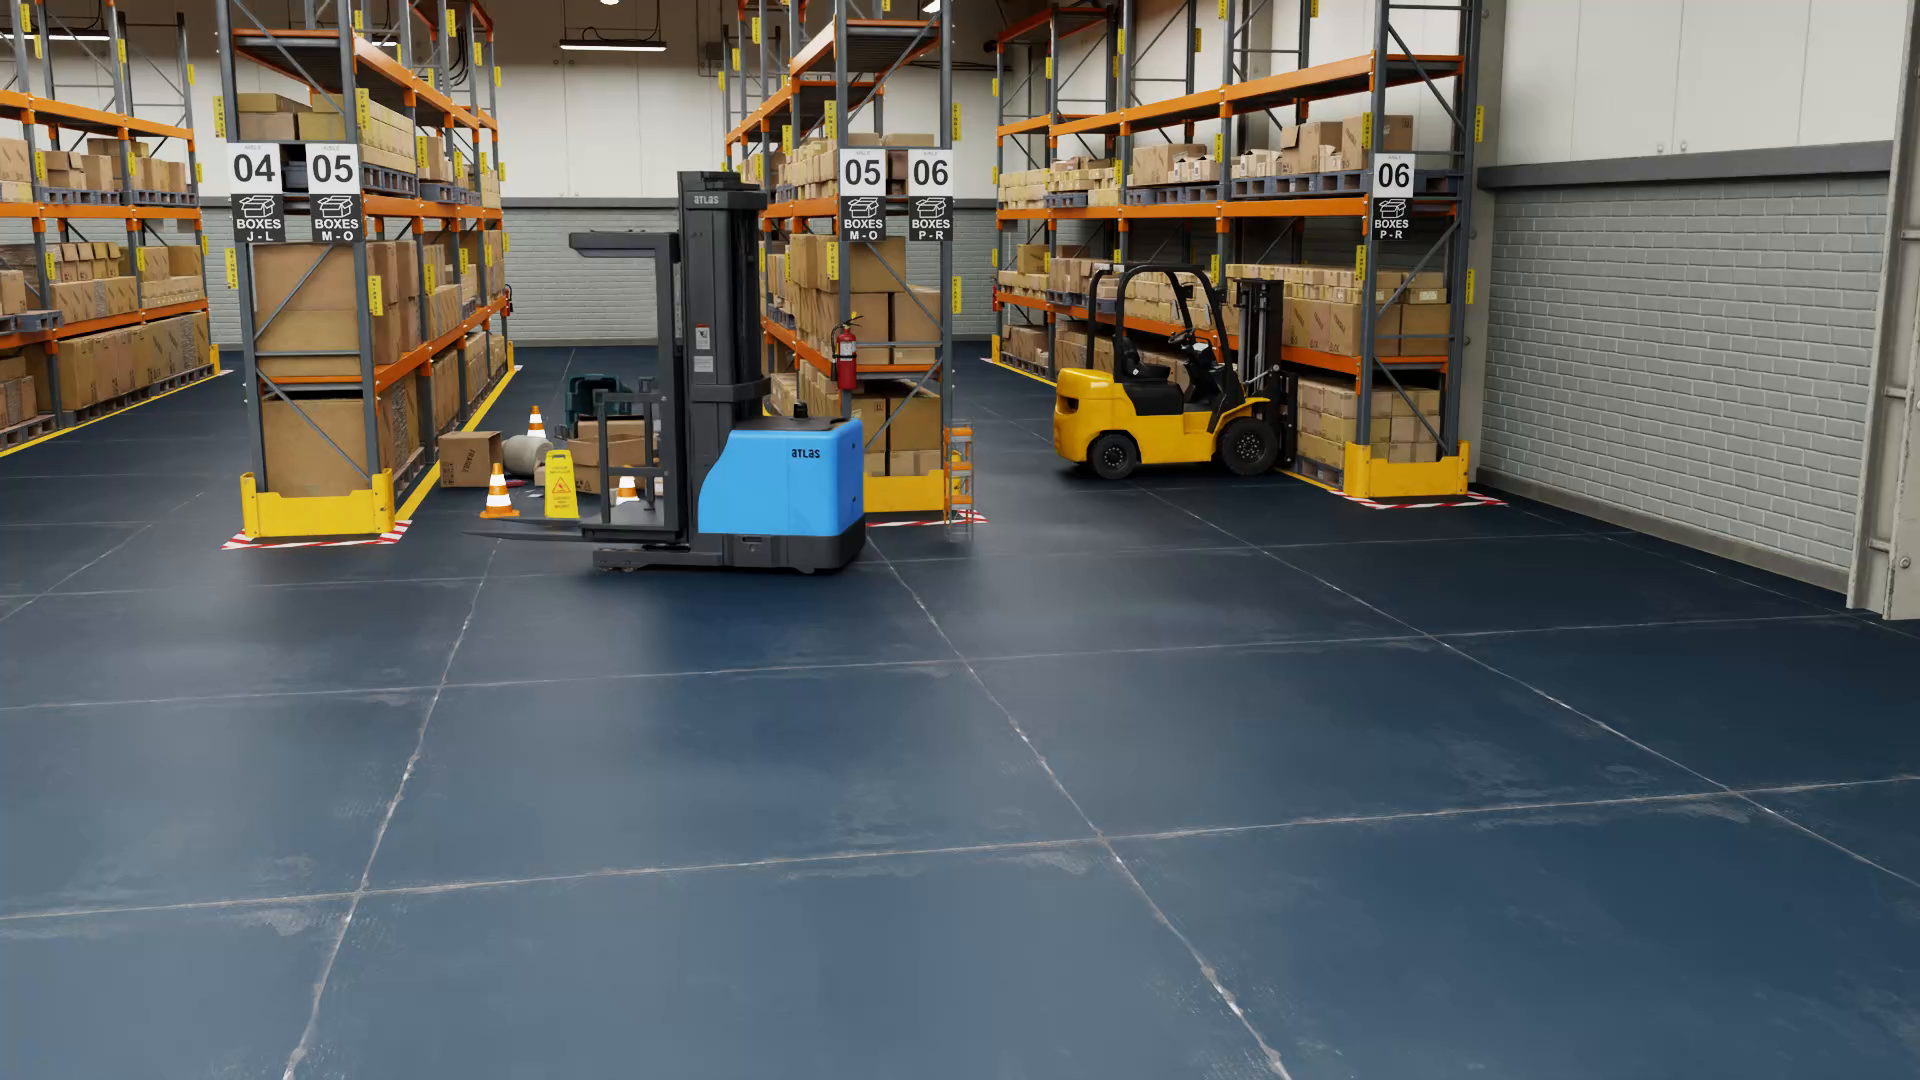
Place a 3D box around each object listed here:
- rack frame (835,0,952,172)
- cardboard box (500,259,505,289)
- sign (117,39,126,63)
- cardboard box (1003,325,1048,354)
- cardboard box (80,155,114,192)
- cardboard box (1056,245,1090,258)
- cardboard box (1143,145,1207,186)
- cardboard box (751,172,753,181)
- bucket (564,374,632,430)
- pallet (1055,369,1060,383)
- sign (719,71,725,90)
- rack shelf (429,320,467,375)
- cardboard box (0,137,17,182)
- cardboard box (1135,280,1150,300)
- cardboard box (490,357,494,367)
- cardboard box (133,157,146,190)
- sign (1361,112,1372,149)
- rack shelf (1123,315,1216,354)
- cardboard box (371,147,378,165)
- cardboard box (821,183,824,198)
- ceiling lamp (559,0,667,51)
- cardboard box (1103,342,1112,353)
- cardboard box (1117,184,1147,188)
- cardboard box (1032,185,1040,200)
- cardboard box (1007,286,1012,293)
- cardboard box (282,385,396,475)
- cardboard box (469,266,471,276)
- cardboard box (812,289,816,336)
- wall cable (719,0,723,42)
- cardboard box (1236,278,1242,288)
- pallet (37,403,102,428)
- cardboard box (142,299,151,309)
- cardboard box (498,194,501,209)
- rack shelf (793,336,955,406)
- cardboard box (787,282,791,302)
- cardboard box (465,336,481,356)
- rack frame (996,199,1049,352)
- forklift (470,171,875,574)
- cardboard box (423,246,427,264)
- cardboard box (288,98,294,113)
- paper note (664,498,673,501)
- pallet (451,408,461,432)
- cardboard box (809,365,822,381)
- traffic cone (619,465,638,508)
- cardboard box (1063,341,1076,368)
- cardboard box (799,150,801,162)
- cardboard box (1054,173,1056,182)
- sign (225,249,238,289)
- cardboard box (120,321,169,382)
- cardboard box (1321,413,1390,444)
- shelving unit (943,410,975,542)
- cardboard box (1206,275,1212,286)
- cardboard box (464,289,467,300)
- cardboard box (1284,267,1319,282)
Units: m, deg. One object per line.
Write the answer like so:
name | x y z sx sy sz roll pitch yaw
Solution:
rack frame | -0.572 -4.695 14.296 1.000 3.000 0.127 -2 11 -11
cardboard box | -8.180 -4.606 28.810 0.500 0.500 0.500 -2 11 -10
sign | -12.097 -7.055 23.986 0.100 0.325 0.005 -2 11 -11
cardboard box | 1.210 -3.728 30.813 0.797 0.503 0.637 -3 11 -13
cardboard box | -12.504 -5.211 23.640 0.700 0.500 0.500 -2 11 -10
cardboard box | 1.934 -4.853 28.774 0.500 0.500 0.500 -2 11 -13
cardboard box | 2.838 -4.944 21.967 0.700 0.500 0.500 -2 11 -12
cardboard box | -2.739 -5.069 23.519 0.396 0.266 0.258 -2 11 -12
bucket | -3.898 -1.480 18.141 0.726 0.611 0.620 2 1 9
pallet | 2.158 -2.612 26.856 1.003 0.211 1.213 -2 11 -11
sign | -4.229 -8.147 29.511 0.100 0.325 0.005 -2 11 -11
rack shelf | -6.575 -2.296 19.662 1.077 0.370 4.000 -2 11 -11
cardboard box | -11.400 -4.451 19.432 0.500 0.500 0.500 -2 11 -11
cardboard box | 2.683 -3.386 22.528 0.500 0.250 0.500 -2 11 -9
cardboard box | -7.498 -2.780 25.987 0.380 0.149 0.250 -2 11 -8
cardboard box | -12.938 -5.606 25.450 0.700 0.500 0.500 -2 11 -8
sign | 3.761 -3.781 15.362 0.100 0.325 0.005 -2 11 -11
rack shelf | 3.129 -2.676 21.657 1.077 0.370 4.000 -2 11 -11
cardboard box | -5.259 -3.322 14.386 0.380 0.149 0.250 -2 11 -11
cardboard box | -1.137 -3.389 16.129 0.380 0.149 0.250 -2 11 -13
ceiling lamp | -6.584 -10.901 31.291 2.000 3.185 0.800 -2 11 -11
cardboard box | 2.312 -2.823 24.336 0.380 0.149 0.250 -3 11 -14
cardboard box | 2.435 -5.048 23.509 0.380 0.149 0.250 -2 11 -10
cardboard box | 1.511 -5.850 27.993 0.500 0.250 0.500 -3 11 -13
cardboard box | 1.074 -4.625 30.644 0.380 0.149 0.250 -2 11 -10
cardboard box | -5.778 -0.995 15.461 0.875 0.875 0.875 -2 11 -12
cardboard box | -7.319 -3.914 24.195 0.380 0.149 0.250 -2 11 -11
cardboard box | -1.215 -2.310 16.748 0.500 0.500 0.500 -2 11 -10
wall cable | -6.094 -11.866 34.321 2.355 3.000 0.029 -2 11 -11
cardboard box | 3.374 -2.915 18.986 0.380 0.149 0.250 -2 11 -10
pallet | -11.928 -1.632 21.707 1.003 0.211 1.213 -2 11 -11
cardboard box | -12.358 -3.531 24.899 0.380 0.149 0.250 -2 11 -11
cardboard box | -8.172 -5.810 28.577 0.500 0.250 0.500 -2 11 -12
rack shelf | -0.961 -1.761 16.851 1.077 0.370 4.000 -2 11 -11
cardboard box | -1.763 -3.050 19.513 0.500 0.500 0.500 -2 11 -11
cardboard box | -7.145 -2.778 23.827 0.500 0.250 0.500 -3 11 -14
rack frame | 1.184 -4.863 31.226 1.000 3.000 0.127 -2 11 -11
forklift | -2.232 -1.295 12.660 3.031 2.935 1.130 2 11 9
cardboard box | -6.488 -3.101 19.025 0.700 0.500 0.500 -2 11 -11
cardboard box | -5.903 -3.689 14.181 0.380 0.149 0.250 -2 11 -10
paper note | -2.708 -0.390 15.665 0.148 0.019 0.142 -6 13 -31
pallet | -6.884 -1.499 21.009 1.003 0.211 1.213 -2 11 -11
cardboard box | -1.378 -1.737 17.292 0.380 0.149 0.250 -1 11 -8
traffic cone | -2.944 -0.431 14.722 0.336 0.463 0.334 -2 11 -11
cardboard box | 1.949 -2.914 26.546 0.500 0.500 0.500 -2 11 -12
cardboard box | -1.487 -4.058 17.512 0.380 0.149 0.250 -2 11 -13
cardboard box | 1.712 -5.764 26.423 0.380 0.149 0.250 -2 11 -10
sign | -5.943 -2.217 13.593 0.100 0.325 0.005 -2 11 -11
cardboard box | -12.677 -2.875 25.337 0.875 0.875 0.875 -2 11 -11
cardboard box | 3.895 -1.108 16.389 0.500 0.250 0.500 -2 11 -12
shelving unit | -0.010 -0.526 13.650 0.215 1.050 0.252 -2 11 -11
cardboard box | 3.166 -3.132 20.125 0.380 0.149 0.250 -2 11 -12
cardboard box | -7.113 -3.432 23.253 0.380 0.149 0.250 -2 11 -10
cardboard box | 3.683 -2.829 17.738 0.380 0.149 0.250 -2 11 -11
